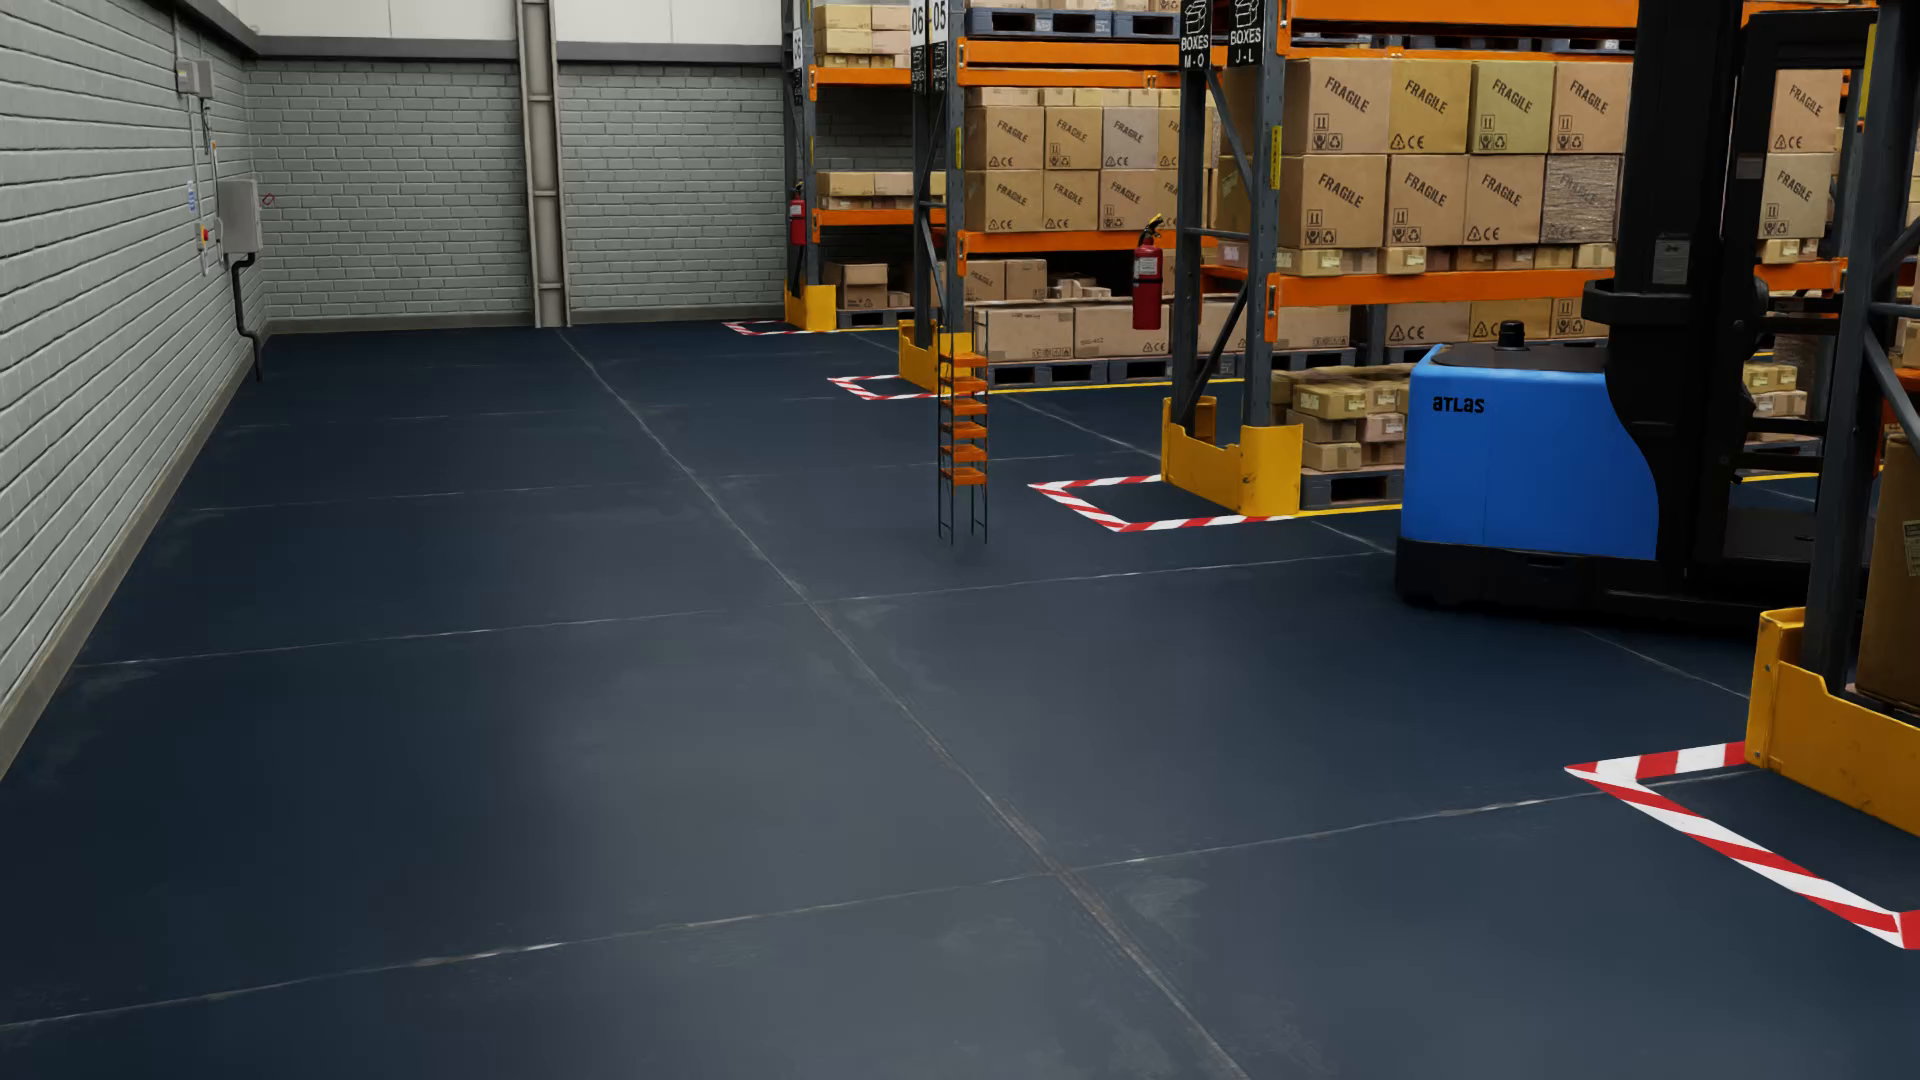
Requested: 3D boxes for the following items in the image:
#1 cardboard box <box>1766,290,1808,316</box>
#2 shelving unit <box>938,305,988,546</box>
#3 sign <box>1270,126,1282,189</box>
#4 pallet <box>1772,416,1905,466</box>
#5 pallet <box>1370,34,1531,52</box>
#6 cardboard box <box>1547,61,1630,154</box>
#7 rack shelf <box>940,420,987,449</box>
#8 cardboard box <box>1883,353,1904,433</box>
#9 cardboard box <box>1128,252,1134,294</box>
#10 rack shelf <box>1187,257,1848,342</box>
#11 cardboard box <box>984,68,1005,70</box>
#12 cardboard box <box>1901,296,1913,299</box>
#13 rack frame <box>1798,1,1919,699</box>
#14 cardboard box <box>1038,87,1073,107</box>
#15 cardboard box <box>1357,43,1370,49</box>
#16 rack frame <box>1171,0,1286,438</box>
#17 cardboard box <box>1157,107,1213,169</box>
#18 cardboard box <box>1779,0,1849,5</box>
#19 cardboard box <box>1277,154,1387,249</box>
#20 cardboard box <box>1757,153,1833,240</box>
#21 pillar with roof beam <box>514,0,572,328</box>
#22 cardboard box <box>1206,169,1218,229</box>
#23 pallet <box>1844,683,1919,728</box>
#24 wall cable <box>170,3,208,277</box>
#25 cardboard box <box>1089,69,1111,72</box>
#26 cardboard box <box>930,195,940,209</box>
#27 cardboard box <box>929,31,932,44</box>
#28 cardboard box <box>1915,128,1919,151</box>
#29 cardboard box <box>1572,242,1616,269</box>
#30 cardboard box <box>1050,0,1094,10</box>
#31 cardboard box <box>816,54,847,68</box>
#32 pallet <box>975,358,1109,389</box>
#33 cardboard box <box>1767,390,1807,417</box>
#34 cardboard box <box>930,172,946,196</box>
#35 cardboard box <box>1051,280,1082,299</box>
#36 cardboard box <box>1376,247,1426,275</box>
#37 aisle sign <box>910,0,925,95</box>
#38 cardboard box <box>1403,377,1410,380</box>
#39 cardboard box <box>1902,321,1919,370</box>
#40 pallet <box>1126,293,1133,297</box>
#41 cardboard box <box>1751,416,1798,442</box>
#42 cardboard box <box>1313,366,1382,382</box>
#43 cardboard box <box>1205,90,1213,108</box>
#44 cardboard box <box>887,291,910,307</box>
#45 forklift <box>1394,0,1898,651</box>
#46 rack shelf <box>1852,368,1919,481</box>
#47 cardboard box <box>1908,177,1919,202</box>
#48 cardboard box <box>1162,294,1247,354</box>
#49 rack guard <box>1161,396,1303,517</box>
[{"bbox_3d":[7.937,-2.349,16.806,0.625,0.372,0.950,-5,14,-22],"label":"cardboard box"},{"bbox_3d":[0.014,-0.585,8.508,0.189,1.200,0.258,-4,14,-18],"label":"shelving unit"},{"bbox_3d":[1.663,-2.017,8.769,0.005,0.325,0.100,-4,14,-18],"label":"sign"},{"bbox_3d":[6.019,-0.711,11.176,1.213,0.211,1.003,-4,14,-18],"label":"pallet"},{"bbox_3d":[4.460,-4.533,15.149,1.217,0.209,0.805,-5,14,-20],"label":"pallet"},{"bbox_3d":[3.458,-2.480,9.567,0.500,0.500,0.500,-5,14,-20],"label":"cardboard box"},{"bbox_3d":[0.014,-0.542,8.519,0.180,0.103,0.258,-4,14,-18],"label":"rack shelf"},{"bbox_3d":[6.066,-0.995,10.836,0.500,0.500,0.500,-4,14,-16],"label":"cardboard box"},{"bbox_3d":[2.391,-3.266,20.385,0.500,0.500,0.500,-5,14,-18],"label":"cardboard box"},{"bbox_3d":[3.386,-1.512,10.074,4.000,0.370,1.077,-4,14,-18],"label":"rack shelf"},{"bbox_3d":[0.324,-5.302,18.512,0.250,0.149,0.380,-4,14,-17],"label":"cardboard box"},{"bbox_3d":[6.894,-1.551,11.553,0.500,0.250,0.500,-5,14,-21],"label":"cardboard box"},{"bbox_3d":[2.976,-0.619,4.765,0.127,3.000,1.000,-4,14,-18],"label":"rack frame"},{"bbox_3d":[0.749,-3.638,13.677,0.250,0.149,0.380,-4,14,-16],"label":"cardboard box"},{"bbox_3d":[4.821,-5.917,20.015,0.250,0.149,0.380,-4,14,-18],"label":"cardboard box"},{"bbox_3d":[1.490,-1.715,9.370,0.127,3.000,1.000,-4,14,-18],"label":"rack frame"},{"bbox_3d":[1.807,-3.417,14.151,0.500,0.500,0.500,-4,14,-18],"label":"cardboard box"},{"bbox_3d":[4.902,-3.301,9.880,0.500,0.250,0.500,-4,14,-17],"label":"cardboard box"},{"bbox_3d":[2.004,-1.881,9.208,0.500,0.500,0.500,-4,14,-15],"label":"cardboard box"},{"bbox_3d":[4.913,-2.106,10.154,0.500,0.500,0.500,-4,14,-18],"label":"cardboard box"},{"bbox_3d":[-3.241,-5.854,13.809,0.400,9.000,9.100,-4,14,-18],"label":"pillar with roof beam"},{"bbox_3d":[2.291,-2.967,14.418,0.500,0.500,0.500,-5,14,-19],"label":"cardboard box"},{"bbox_3d":[3.709,0.661,5.408,1.213,0.211,1.003,-4,14,-18],"label":"pallet"},{"bbox_3d":[-5.521,-2.881,12.010,0.123,1.953,0.585,-4,14,-18],"label":"wall cable"},{"bbox_3d":[1.540,-5.405,18.944,0.250,0.149,0.380,-4,14,-18],"label":"cardboard box"},{"bbox_3d":[-0.399,-3.805,18.701,0.250,0.149,0.380,-4,14,-17],"label":"cardboard box"},{"bbox_3d":[-0.299,-5.462,18.324,0.500,0.250,0.500,-5,14,-20],"label":"cardboard box"},{"bbox_3d":[9.367,-3.879,16.704,0.500,0.500,0.500,-5,14,-20],"label":"cardboard box"},{"bbox_3d":[3.626,-1.684,9.784,0.250,0.149,0.380,-4,14,-17],"label":"cardboard box"},{"bbox_3d":[0.920,-4.413,13.650,0.250,0.149,0.380,-4,14,-16],"label":"cardboard box"},{"bbox_3d":[-1.395,-5.191,18.045,0.250,0.149,0.380,-4,14,-17],"label":"cardboard box"},{"bbox_3d":[0.549,-1.512,14.546,1.213,0.211,1.003,-4,14,-18],"label":"pallet"},{"bbox_3d":[5.084,-0.879,10.467,0.250,0.149,0.380,-4,14,-17],"label":"cardboard box"},{"bbox_3d":[-0.298,-4.003,18.670,0.500,0.250,0.500,-5,14,-19],"label":"cardboard box"},{"bbox_3d":[1.247,-2.919,19.433,0.258,0.266,0.396,-4,14,-16],"label":"cardboard box"},{"bbox_3d":[2.402,-1.581,9.348,0.250,0.149,0.380,-5,14,-20],"label":"cardboard box"},{"bbox_3d":[-0.351,-4.120,13.865,0.004,0.787,0.394,-4,14,-18],"label":"aisle sign"},{"bbox_3d":[2.806,-0.859,9.741,0.250,0.149,0.380,-5,14,-21],"label":"cardboard box"},{"bbox_3d":[3.209,-0.596,5.208,0.250,0.149,0.380,-4,14,-17],"label":"cardboard box"},{"bbox_3d":[2.779,-2.888,20.329,1.213,0.211,1.003,-4,14,-18],"label":"pallet"},{"bbox_3d":[5.018,-0.724,10.456,0.250,0.149,0.380,-4,14,-17],"label":"cardboard box"},{"bbox_3d":[2.373,-0.969,10.203,0.250,0.149,0.380,-5,14,-19],"label":"cardboard box"},{"bbox_3d":[1.956,-3.744,14.124,0.250,0.149,0.380,-4,14,-18],"label":"cardboard box"},{"bbox_3d":[-0.746,-2.746,18.958,0.250,0.149,0.380,-5,14,-20],"label":"cardboard box"},{"bbox_3d":[3.512,-1.113,6.988,3.031,2.935,1.130,5,14,20],"label":"forklift"},{"bbox_3d":[4.872,-0.417,5.469,4.000,0.370,1.077,-4,14,-18],"label":"rack shelf"},{"bbox_3d":[5.801,-2.165,10.255,0.250,0.149,0.380,-4,14,-17],"label":"cardboard box"},{"bbox_3d":[2.129,-1.957,15.017,0.875,0.438,0.875,-5,14,-20],"label":"cardboard box"},{"bbox_3d":[1.562,-0.504,9.683,0.348,0.500,1.175,-4,14,-18],"label":"rack guard"}]
